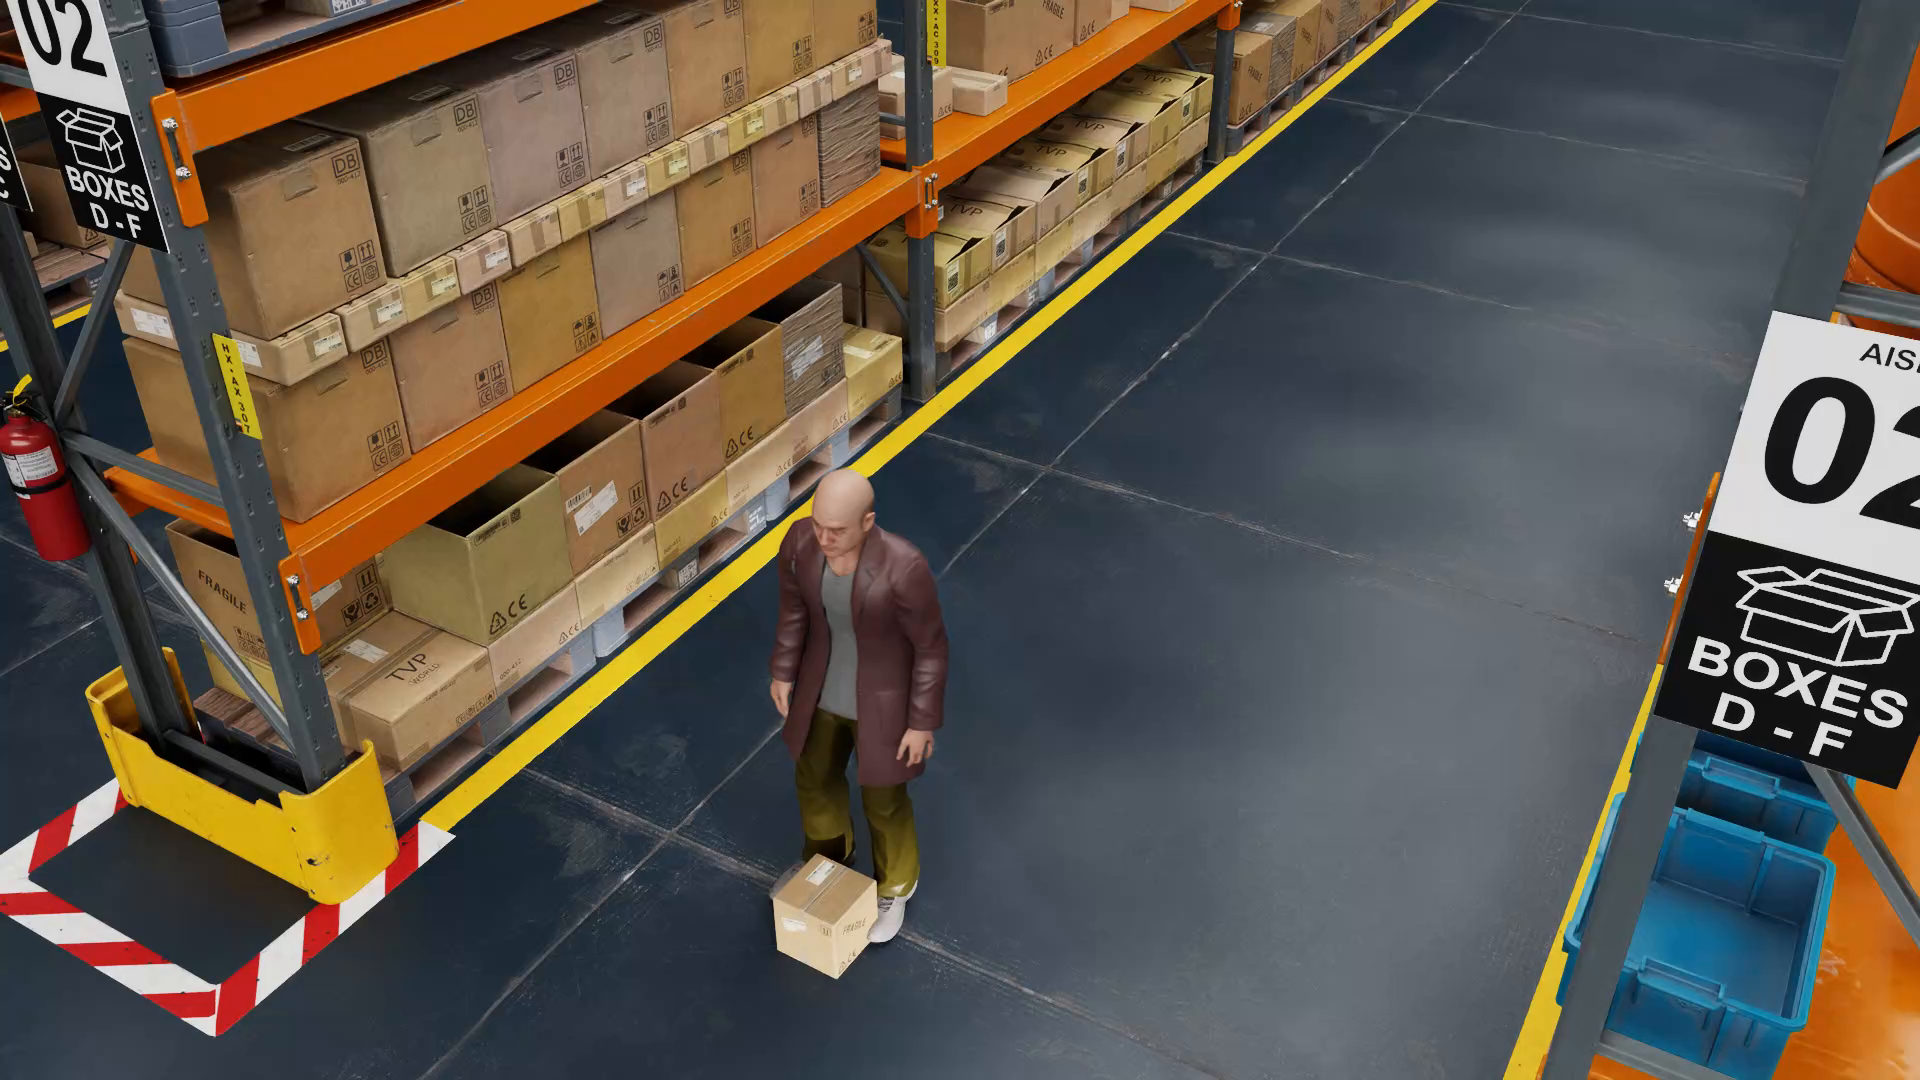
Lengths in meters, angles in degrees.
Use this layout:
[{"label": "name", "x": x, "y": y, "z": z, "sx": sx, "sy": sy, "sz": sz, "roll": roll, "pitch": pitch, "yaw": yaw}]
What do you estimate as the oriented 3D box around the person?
[{"label": "person", "x": -0.337, "y": 0.514, "z": 5.383, "sx": 0.644, "sy": 1.774, "sz": 0.420, "roll": 17, "pitch": 37, "yaw": 24}]
